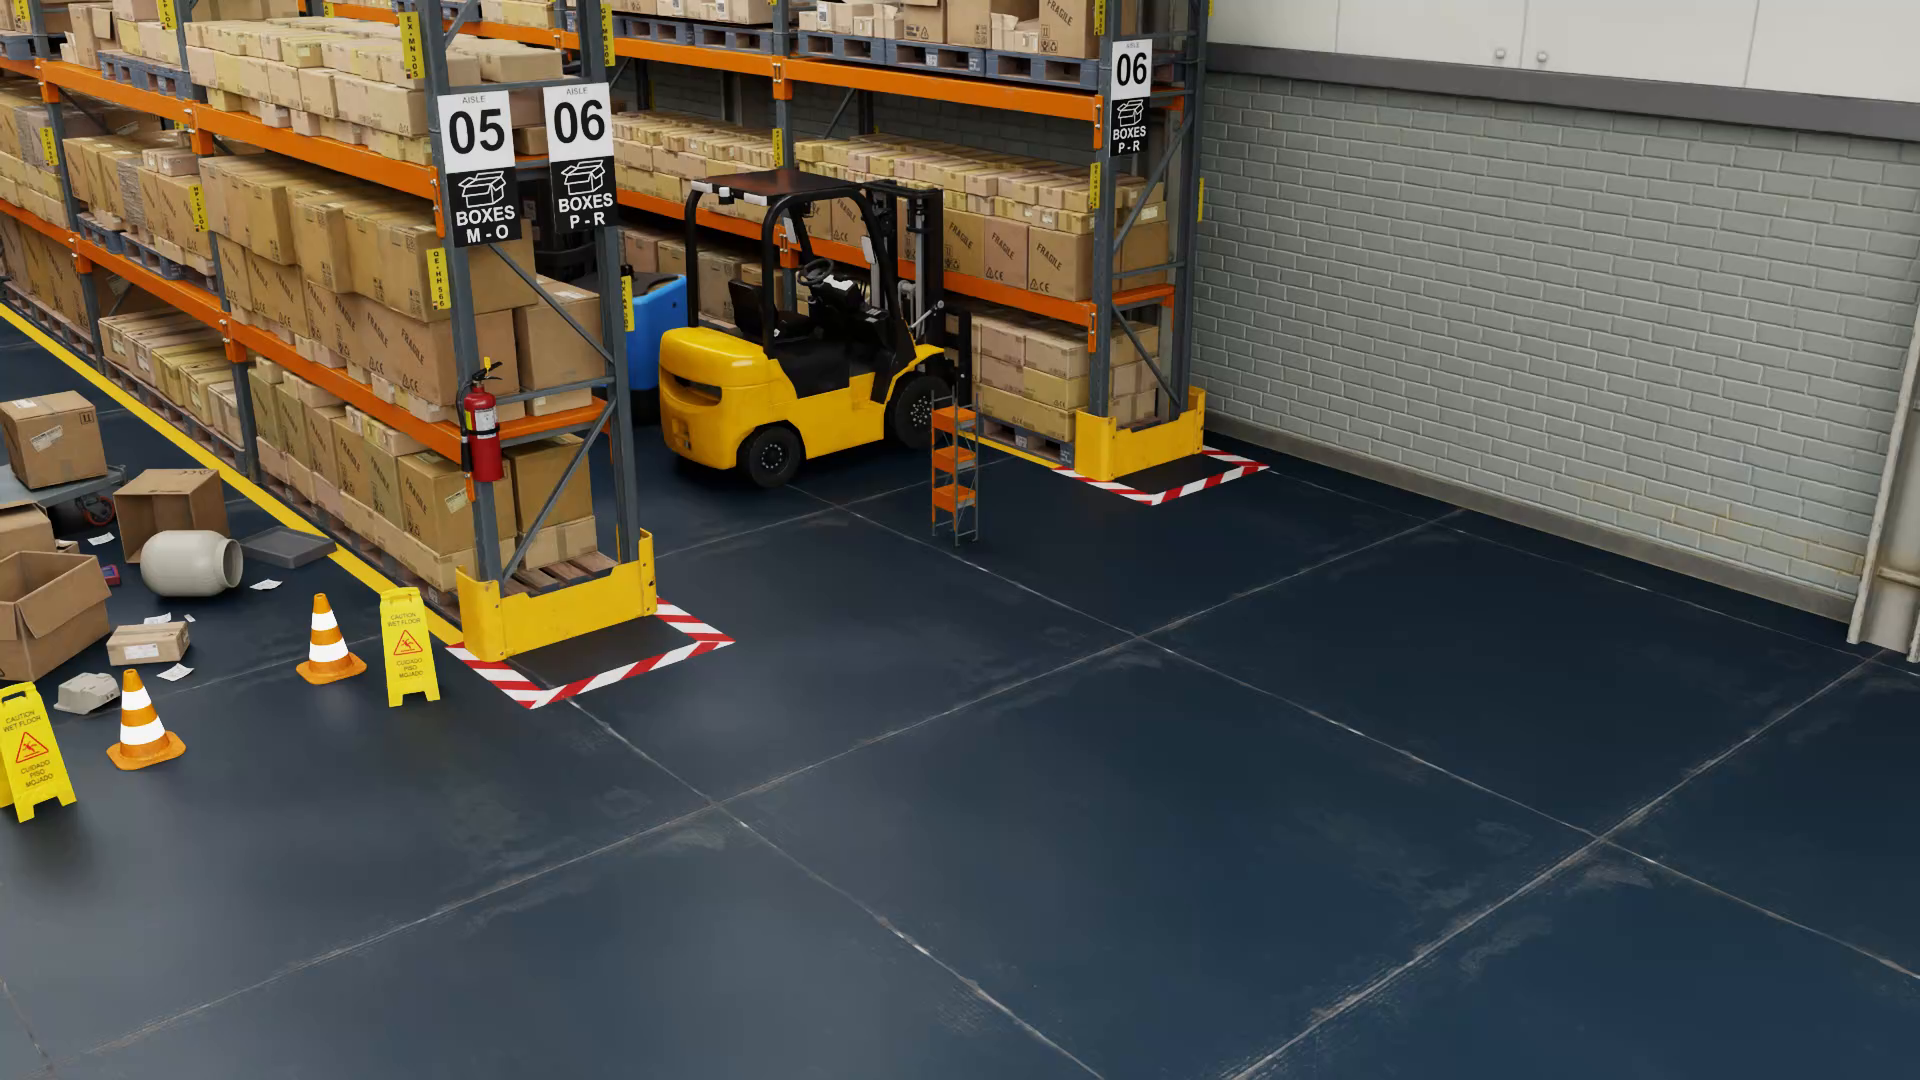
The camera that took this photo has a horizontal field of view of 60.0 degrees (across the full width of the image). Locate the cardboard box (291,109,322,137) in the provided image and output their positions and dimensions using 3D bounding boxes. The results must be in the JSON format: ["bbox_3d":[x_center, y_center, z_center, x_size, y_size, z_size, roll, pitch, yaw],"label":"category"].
[{"bbox_3d":[-3.844,-2.566,10.155,0.380,0.149,0.250,-18,28,-38],"label":"cardboard box"}]

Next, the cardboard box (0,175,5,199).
[{"bbox_3d":[-9.448,-3.614,16.804,0.500,0.250,0.500,-18,28,-38],"label":"cardboard box"}]

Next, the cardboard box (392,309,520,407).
[{"bbox_3d":[-2.926,-1.110,9.661,0.500,0.500,0.500,-18,28,-38],"label":"cardboard box"}]

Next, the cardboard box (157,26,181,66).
[{"bbox_3d":[-5.465,-3.595,12.067,0.500,0.250,0.500,-18,28,-38],"label":"cardboard box"}]

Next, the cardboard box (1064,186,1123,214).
[{"bbox_3d":[1.001,-2.559,12.471,0.380,0.149,0.250,-17,27,-37],"label":"cardboard box"}]

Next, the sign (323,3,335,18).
[{"bbox_3d":[-4.568,-3.715,12.033,0.100,0.325,0.005,-17,27,-37],"label":"sign"}]

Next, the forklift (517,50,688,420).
[{"bbox_3d":[-3.885,-2.646,14.220,3.031,2.935,1.130,6,22,15],"label":"forklift"}]

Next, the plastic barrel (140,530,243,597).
[{"bbox_3d":[-4.858,0.148,10.525,0.512,0.421,0.421,0,21,-1],"label":"plastic barrel"}]

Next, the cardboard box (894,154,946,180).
[{"bbox_3d":[-0.332,-3.120,13.903,0.380,0.149,0.250,-18,27,-38],"label":"cardboard box"}]

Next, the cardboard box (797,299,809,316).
[{"bbox_3d":[-1.134,-2.070,15.164,0.500,0.250,0.500,-18,27,-38],"label":"cardboard box"}]

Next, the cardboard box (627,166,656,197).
[{"bbox_3d":[-3.057,-3.702,17.030,0.500,0.250,0.500,-19,28,-39],"label":"cardboard box"}]

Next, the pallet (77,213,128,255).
[{"bbox_3d":[-7.039,-2.790,14.758,1.213,0.211,1.003,-17,27,-37],"label":"pallet"}]

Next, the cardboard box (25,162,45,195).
[{"bbox_3d":[-8.431,-3.428,15.644,0.500,0.250,0.500,-18,28,-39],"label":"cardboard box"}]

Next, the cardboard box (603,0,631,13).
[{"bbox_3d":[-3.134,-5.545,16.566,0.700,0.500,0.500,-18,28,-38],"label":"cardboard box"}]

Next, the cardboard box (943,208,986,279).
[{"bbox_3d":[0.208,-2.431,13.440,0.500,0.500,0.500,-18,28,-38],"label":"cardboard box"}]

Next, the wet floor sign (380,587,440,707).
[{"bbox_3d":[-3.050,0.563,9.163,0.267,0.644,0.232,-8,23,-19],"label":"wet floor sign"}]

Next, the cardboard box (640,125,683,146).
[{"bbox_3d":[-2.992,-4.070,16.736,0.380,0.149,0.250,-17,27,-36],"label":"cardboard box"}]

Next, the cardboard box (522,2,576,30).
[{"bbox_3d":[-4.346,-5.645,17.875,0.500,0.250,0.500,-19,28,-39],"label":"cardboard box"}]

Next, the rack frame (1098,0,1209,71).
[{"bbox_3d":[1.395,-4.817,11.443,1.000,3.000,0.127,-17,27,-37],"label":"rack frame"}]

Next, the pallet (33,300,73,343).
[{"bbox_3d":[-8.835,-2.325,17.132,1.003,0.211,1.213,-17,27,-37],"label":"pallet"}]

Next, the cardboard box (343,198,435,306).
[{"bbox_3d":[-3.187,-1.722,9.852,0.700,0.500,0.500,-17,27,-37],"label":"cardboard box"}]

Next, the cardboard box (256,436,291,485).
[{"bbox_3d":[-4.794,-0.634,12.184,0.500,0.250,0.500,-19,28,-40],"label":"cardboard box"}]

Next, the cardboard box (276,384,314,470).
[{"bbox_3d":[-4.435,-0.838,11.677,0.500,0.500,0.500,-16,27,-35],"label":"cardboard box"}]

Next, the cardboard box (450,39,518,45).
[{"bbox_3d":[-2.841,-2.875,9.850,0.380,0.149,0.250,-18,27,-38],"label":"cardboard box"}]

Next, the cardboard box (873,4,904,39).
[{"bbox_3d":[-0.477,-4.223,13.510,0.396,0.266,0.258,-18,28,-39],"label":"cardboard box"}]

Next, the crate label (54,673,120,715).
[{"bbox_3d":[-4.800,0.836,9.162,0.298,0.136,0.250,7,23,18],"label":"crate label"}]

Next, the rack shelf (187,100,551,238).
[{"bbox_3d":[-3.669,-2.455,10.513,1.077,0.370,4.000,-17,27,-37],"label":"rack shelf"}]

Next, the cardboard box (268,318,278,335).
[{"bbox_3d":[-4.611,-1.542,11.653,0.380,0.149,0.250,-18,27,-38],"label":"cardboard box"}]

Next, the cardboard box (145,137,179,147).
[{"bbox_3d":[-6.732,-3.232,14.502,0.500,0.500,0.500,-18,28,-38],"label":"cardboard box"}]

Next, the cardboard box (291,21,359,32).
[{"bbox_3d":[-4.272,-3.415,11.227,0.380,0.149,0.250,-17,27,-36],"label":"cardboard box"}]

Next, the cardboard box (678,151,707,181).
[{"bbox_3d":[-2.401,-3.649,16.209,0.500,0.250,0.500,-17,27,-36],"label":"cardboard box"}]

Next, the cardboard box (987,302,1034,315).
[{"bbox_3d":[0.577,-1.860,13.944,0.500,0.250,0.500,-18,27,-38],"label":"cardboard box"}]

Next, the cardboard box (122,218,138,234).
[{"bbox_3d":[-6.831,-2.694,14.018,0.380,0.149,0.250,-16,26,-34],"label":"cardboard box"}]

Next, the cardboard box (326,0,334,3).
[{"bbox_3d":[-8.090,-7.134,21.816,0.380,0.149,0.250,-17,27,-37],"label":"cardboard box"}]

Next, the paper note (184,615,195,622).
[{"bbox_3d":[-4.746,0.481,10.241,0.032,0.001,0.123,-17,27,-37],"label":"paper note"}]

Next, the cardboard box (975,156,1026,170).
[{"bbox_3d":[0.349,-3.088,13.822,0.380,0.149,0.250,-17,27,-37],"label":"cardboard box"}]

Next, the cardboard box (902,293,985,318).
[{"bbox_3d":[-0.142,-1.876,13.984,0.500,0.250,0.500,-18,28,-38],"label":"cardboard box"}]

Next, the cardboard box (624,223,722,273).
[{"bbox_3d":[-2.998,-2.969,17.633,0.875,0.625,0.625,-16,27,-36],"label":"cardboard box"}]

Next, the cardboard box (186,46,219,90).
[{"bbox_3d":[-4.894,-3.225,11.289,0.500,0.250,0.500,-18,28,-39],"label":"cardboard box"}]

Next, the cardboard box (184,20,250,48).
[{"bbox_3d":[-5.016,-3.432,11.272,0.380,0.149,0.250,-18,28,-38],"label":"cardboard box"}]

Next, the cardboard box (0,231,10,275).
[{"bbox_3d":[-10.525,-3.358,18.881,0.875,0.438,0.875,-18,28,-38],"label":"cardboard box"}]

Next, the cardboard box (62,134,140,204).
[{"bbox_3d":[-7.467,-3.252,14.554,0.500,0.500,0.500,-18,28,-39],"label":"cardboard box"}]

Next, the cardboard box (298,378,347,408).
[{"bbox_3d":[-4.243,-1.021,11.255,0.380,0.149,0.250,-16,26,-34],"label":"cardboard box"}]

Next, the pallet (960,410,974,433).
[{"bbox_3d":[0.072,-1.263,14.420,1.003,0.211,1.213,-17,27,-37],"label":"pallet"}]

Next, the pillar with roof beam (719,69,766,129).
[{"bbox_3d":[-5.555,-5.857,14.098,9.100,9.000,0.400,-17,27,-37],"label":"pillar with roof beam"}]

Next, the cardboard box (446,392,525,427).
[{"bbox_3d":[-2.769,-0.776,9.698,0.380,0.149,0.250,-16,27,-36],"label":"cardboard box"}]

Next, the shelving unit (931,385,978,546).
[{"bbox_3d":[-0.035,-0.504,11.330,0.215,1.050,0.252,-17,27,-37],"label":"shelving unit"}]

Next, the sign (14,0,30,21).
[{"bbox_3d":[-8.011,-4.596,14.174,0.100,0.325,0.005,-17,27,-37],"label":"sign"}]

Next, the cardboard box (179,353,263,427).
[{"bbox_3d":[-5.790,-1.260,13.616,0.950,0.372,0.625,-15,26,-34],"label":"cardboard box"}]

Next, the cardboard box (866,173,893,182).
[{"bbox_3d":[-0.571,-3.031,14.084,0.380,0.149,0.250,-18,28,-38],"label":"cardboard box"}]

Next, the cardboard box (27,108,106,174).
[{"bbox_3d":[-8.121,-3.644,15.166,0.500,0.500,0.500,-18,28,-39],"label":"cardboard box"}]

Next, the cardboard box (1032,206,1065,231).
[{"bbox_3d":[0.767,-2.465,12.637,0.380,0.149,0.250,-17,27,-37],"label":"cardboard box"}]

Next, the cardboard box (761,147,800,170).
[{"bbox_3d":[-1.607,-3.519,15.328,0.380,0.149,0.250,-16,27,-36],"label":"cardboard box"}]

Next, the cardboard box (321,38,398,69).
[{"bbox_3d":[-3.559,-2.892,9.892,0.380,0.149,0.250,-18,28,-39],"label":"cardboard box"}]

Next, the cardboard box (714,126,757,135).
[{"bbox_3d":[-2.243,-4.058,16.705,0.380,0.149,0.250,-17,27,-37],"label":"cardboard box"}]

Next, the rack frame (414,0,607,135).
[{"bbox_3d":[-2.363,-3.634,8.424,1.000,3.000,0.127,-17,27,-37],"label":"rack frame"}]

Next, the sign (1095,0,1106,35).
[{"bbox_3d":[0.975,-3.670,11.523,0.100,0.325,0.005,-17,27,-37],"label":"sign"}]
